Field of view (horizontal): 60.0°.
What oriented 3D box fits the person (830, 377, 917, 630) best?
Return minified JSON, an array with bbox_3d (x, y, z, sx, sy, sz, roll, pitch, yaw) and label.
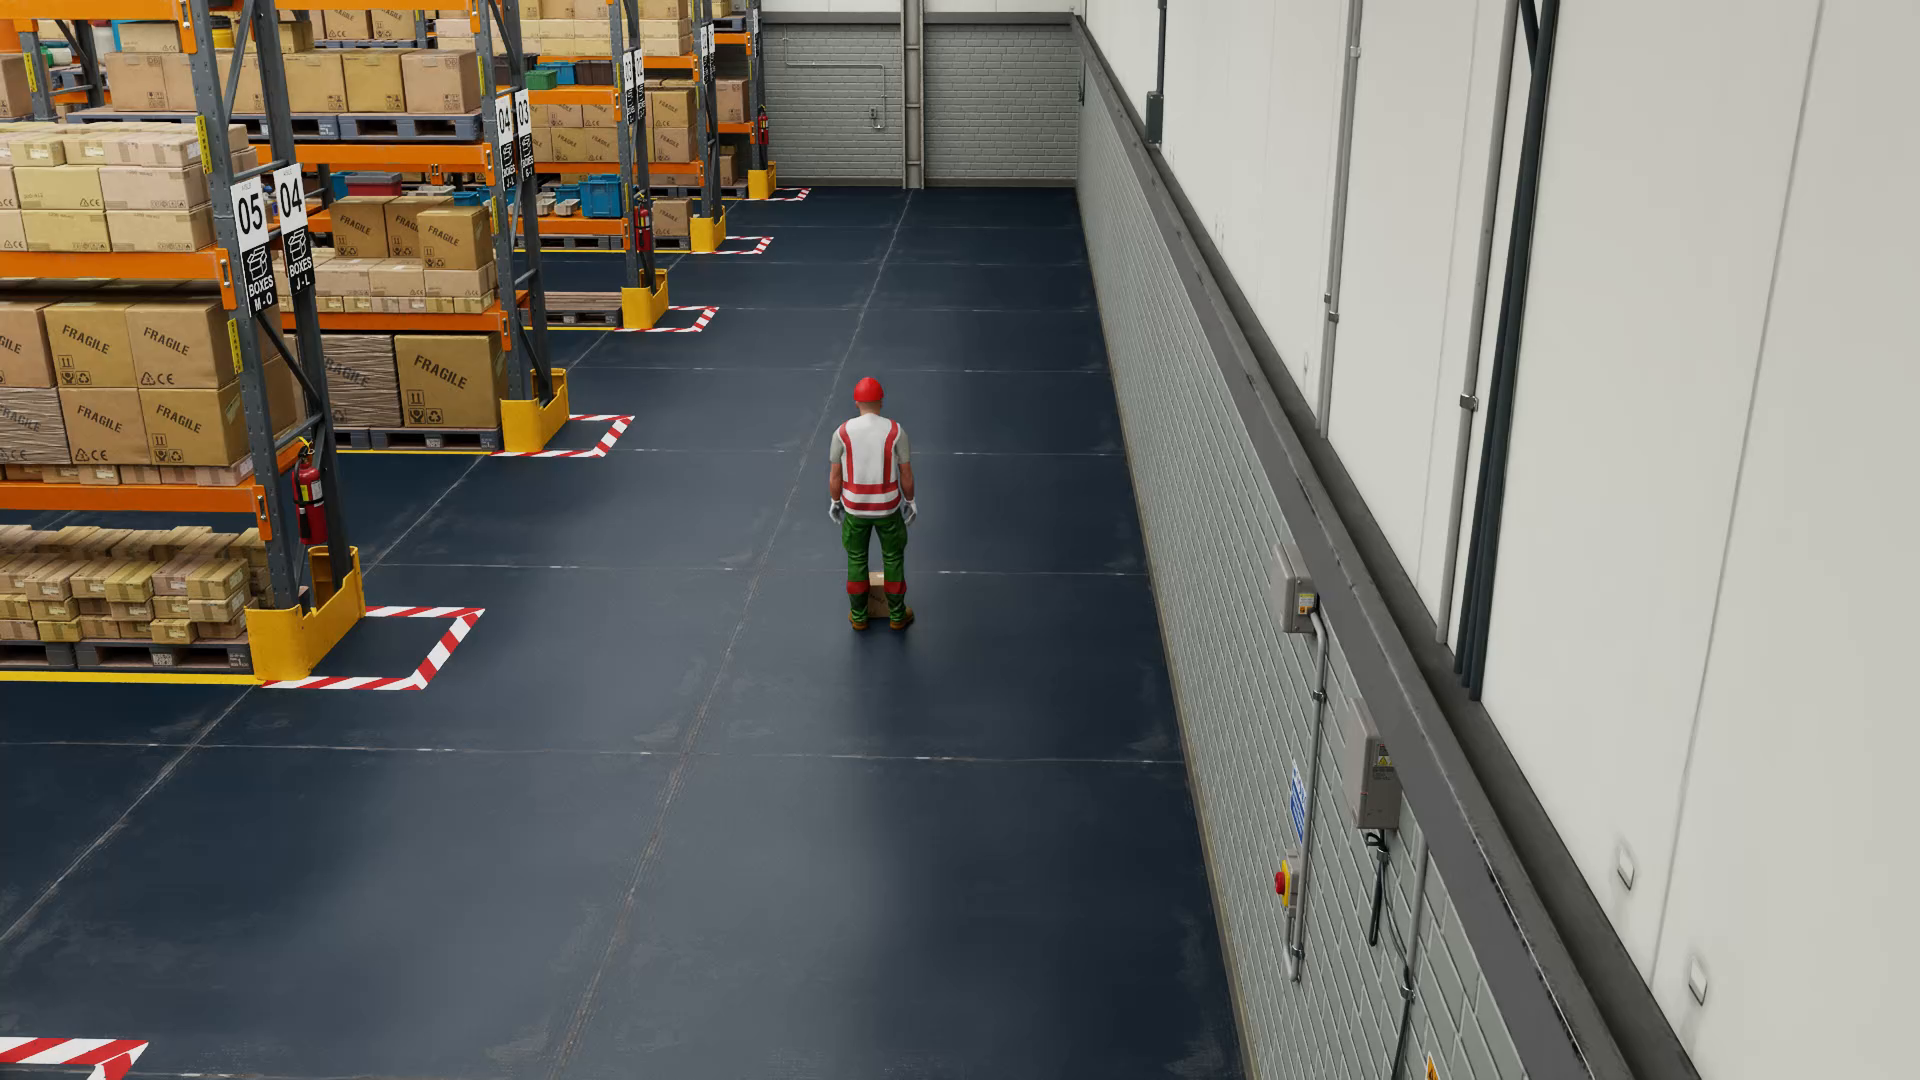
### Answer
[{"bbox_3d":[-0.596,-0.240,11.476,0.604,1.778,0.453,1,21,2],"label":"person"}]
